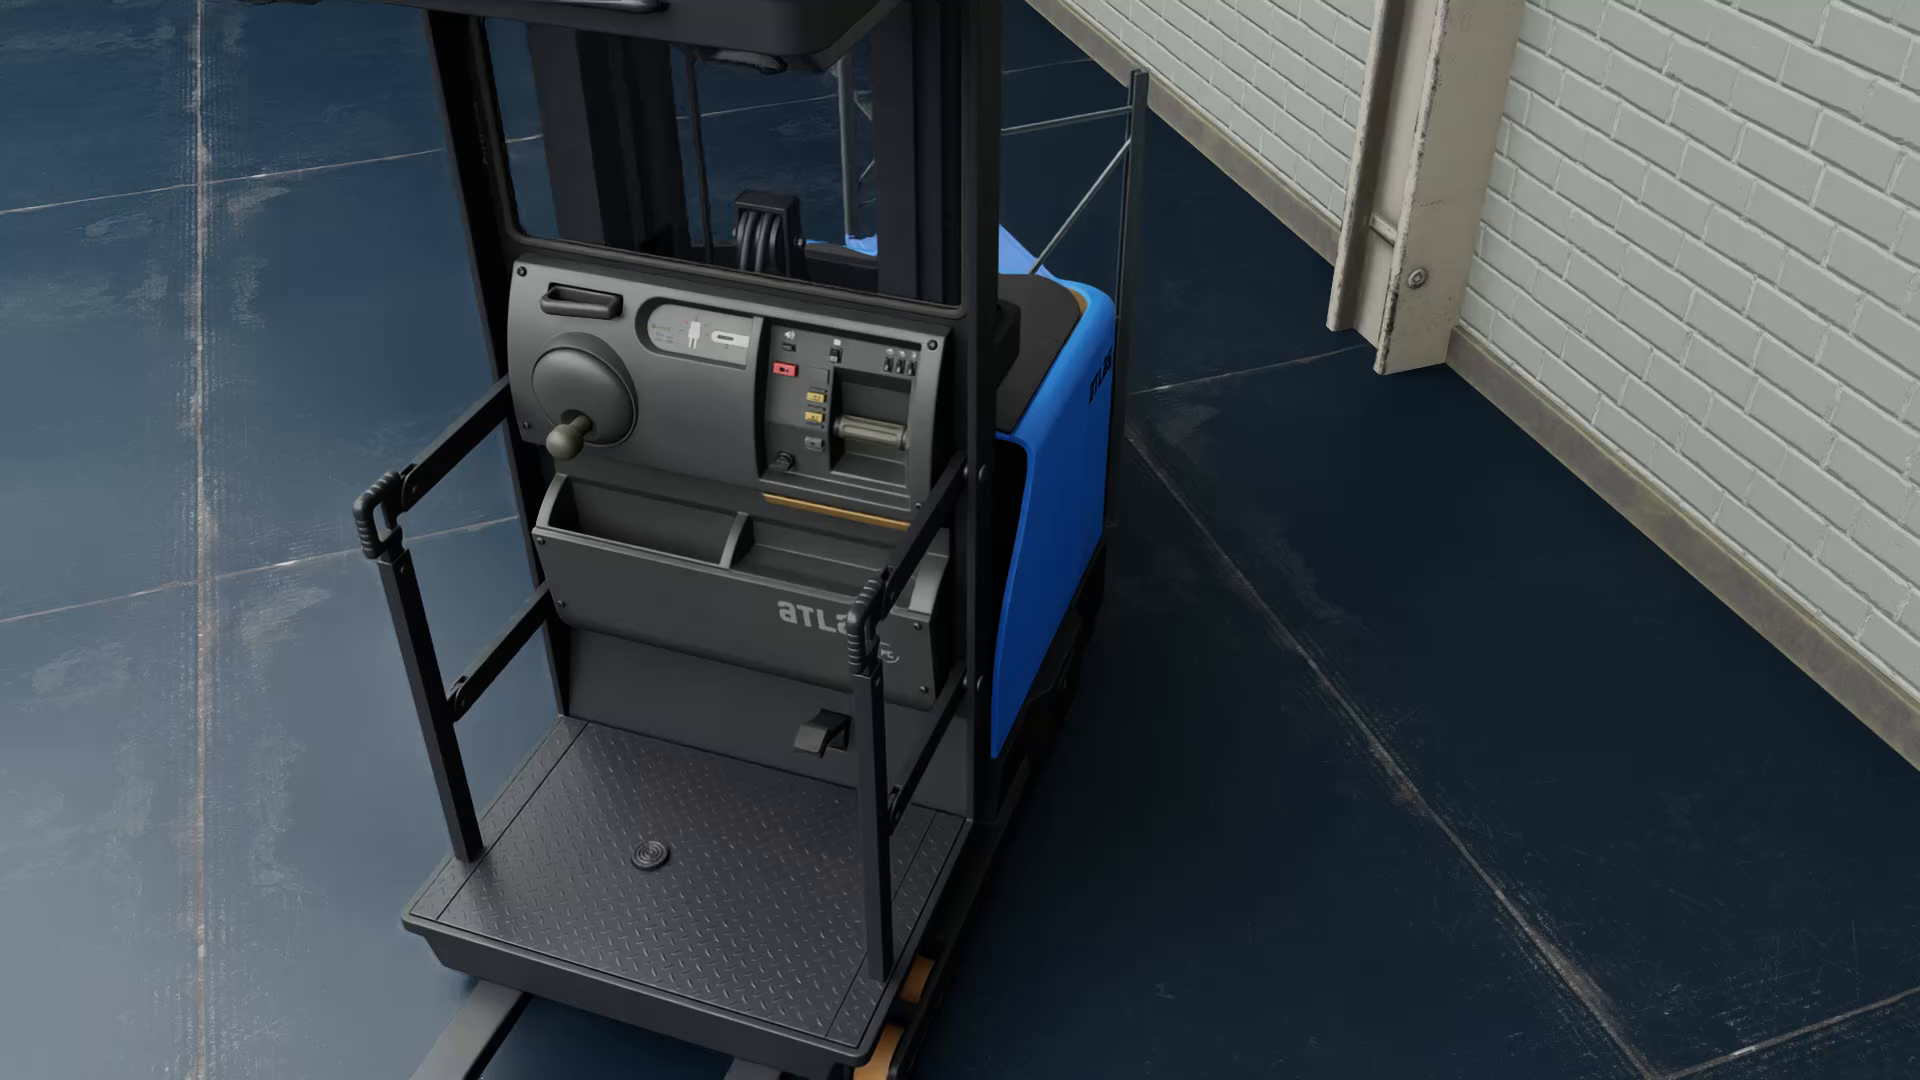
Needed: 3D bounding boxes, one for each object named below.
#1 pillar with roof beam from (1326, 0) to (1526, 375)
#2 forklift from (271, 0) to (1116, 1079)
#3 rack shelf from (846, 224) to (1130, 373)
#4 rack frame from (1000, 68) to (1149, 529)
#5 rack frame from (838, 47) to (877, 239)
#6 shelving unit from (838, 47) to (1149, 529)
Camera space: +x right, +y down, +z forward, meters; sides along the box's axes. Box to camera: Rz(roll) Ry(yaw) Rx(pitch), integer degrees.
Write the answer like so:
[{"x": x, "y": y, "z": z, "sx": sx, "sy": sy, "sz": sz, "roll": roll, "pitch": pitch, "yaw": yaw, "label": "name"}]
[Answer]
[{"x": -2.437, "y": -3.445, "z": 2.344, "sx": 9.100, "sy": 9.000, "sz": 0.400, "roll": -12, "pitch": 39, "yaw": -16, "label": "pillar with roof beam"}, {"x": -0.544, "y": -0.235, "z": 3.126, "sx": 1.130, "sy": 2.935, "sz": 3.031, "roll": 12, "pitch": 39, "yaw": 15, "label": "forklift"}, {"x": 0.061, "y": -0.725, "z": 5.265, "sx": 0.538, "sy": 0.185, "sz": 1.000, "roll": -15, "pitch": 39, "yaw": -19, "label": "rack shelf"}, {"x": 0.267, "y": -0.589, "z": 4.785, "sx": 0.500, "sy": 1.500, "sz": 0.032, "roll": -15, "pitch": 39, "yaw": -19, "label": "rack frame"}, {"x": -0.146, "y": -1.148, "z": 5.527, "sx": 0.500, "sy": 1.500, "sz": 0.032, "roll": -15, "pitch": 39, "yaw": -19, "label": "rack frame"}, {"x": 0.061, "y": -0.868, "z": 5.156, "sx": 0.538, "sy": 1.500, "sz": 1.048, "roll": -15, "pitch": 39, "yaw": -19, "label": "shelving unit"}]
